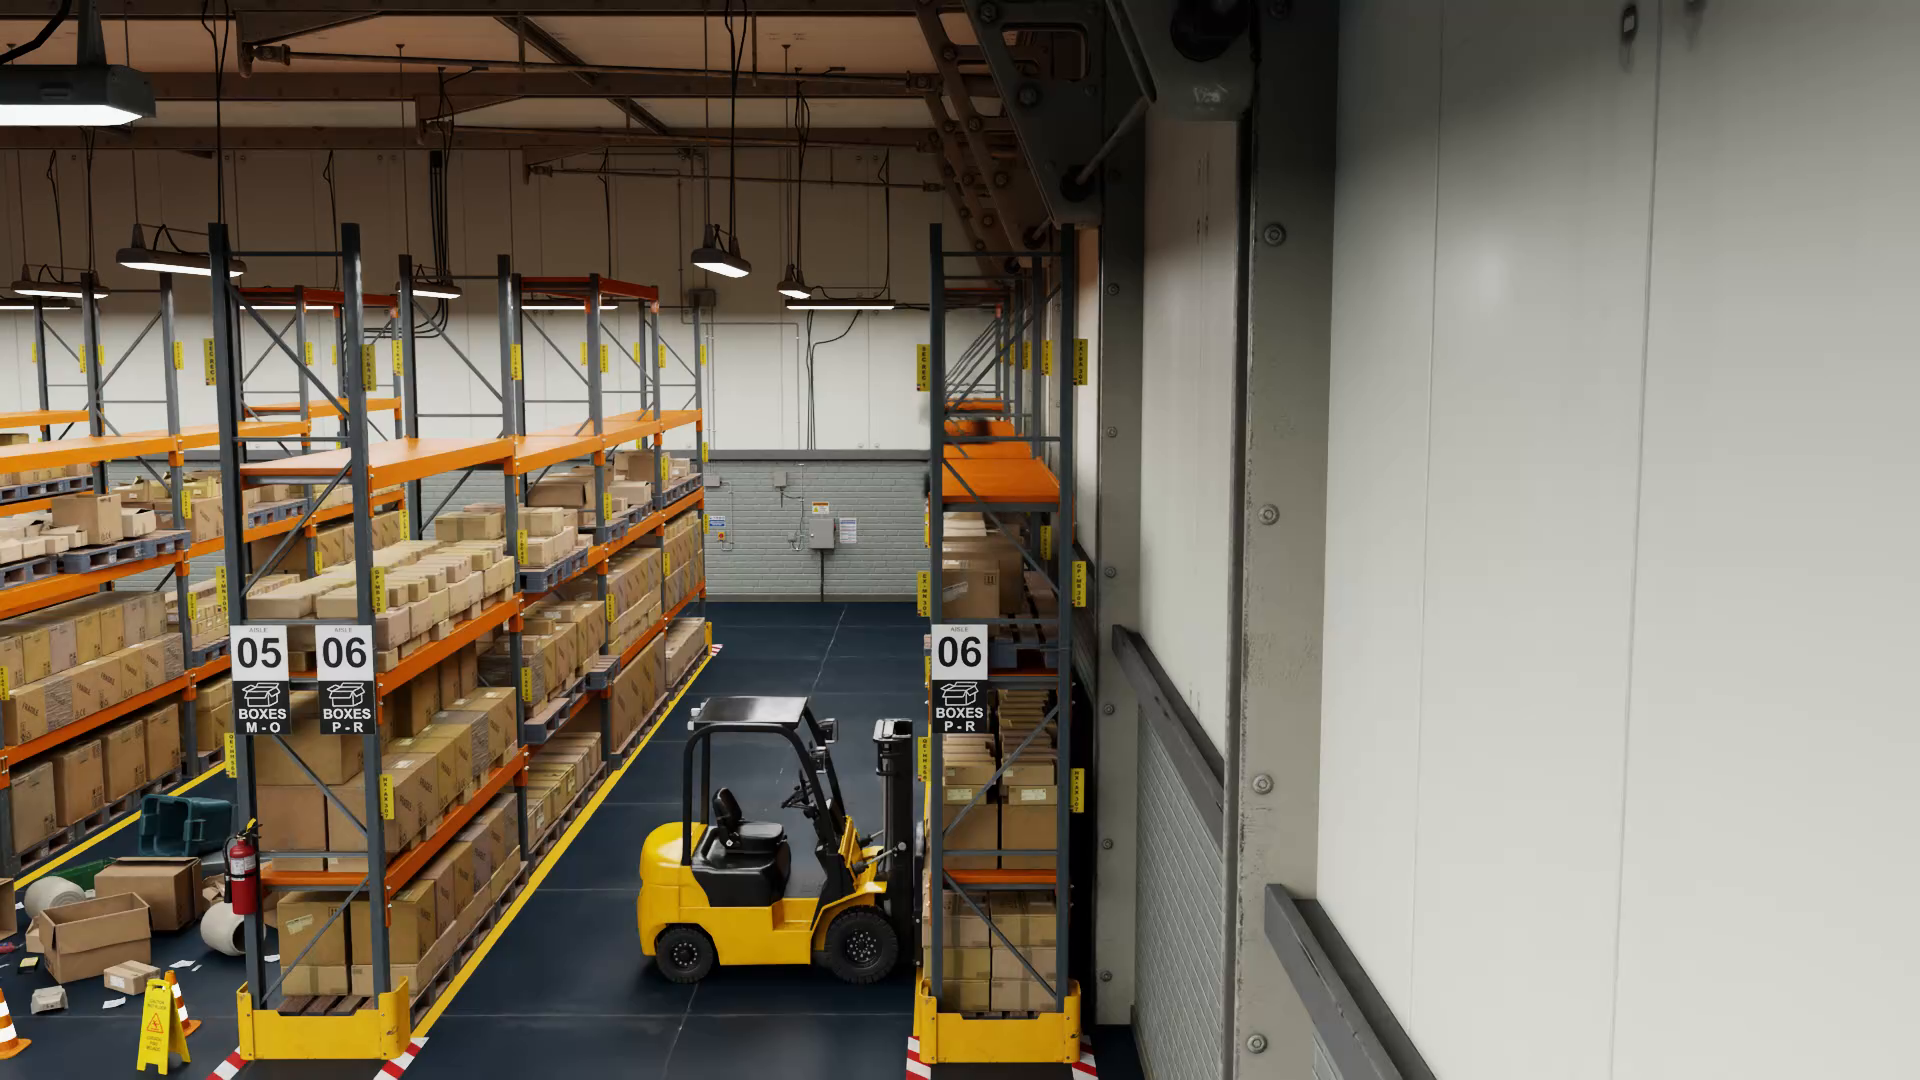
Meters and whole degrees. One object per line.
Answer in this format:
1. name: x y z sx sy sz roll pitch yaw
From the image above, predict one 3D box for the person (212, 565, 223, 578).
1. person: -11.342 1.273 25.767 0.677 1.789 0.888 1 7 6
